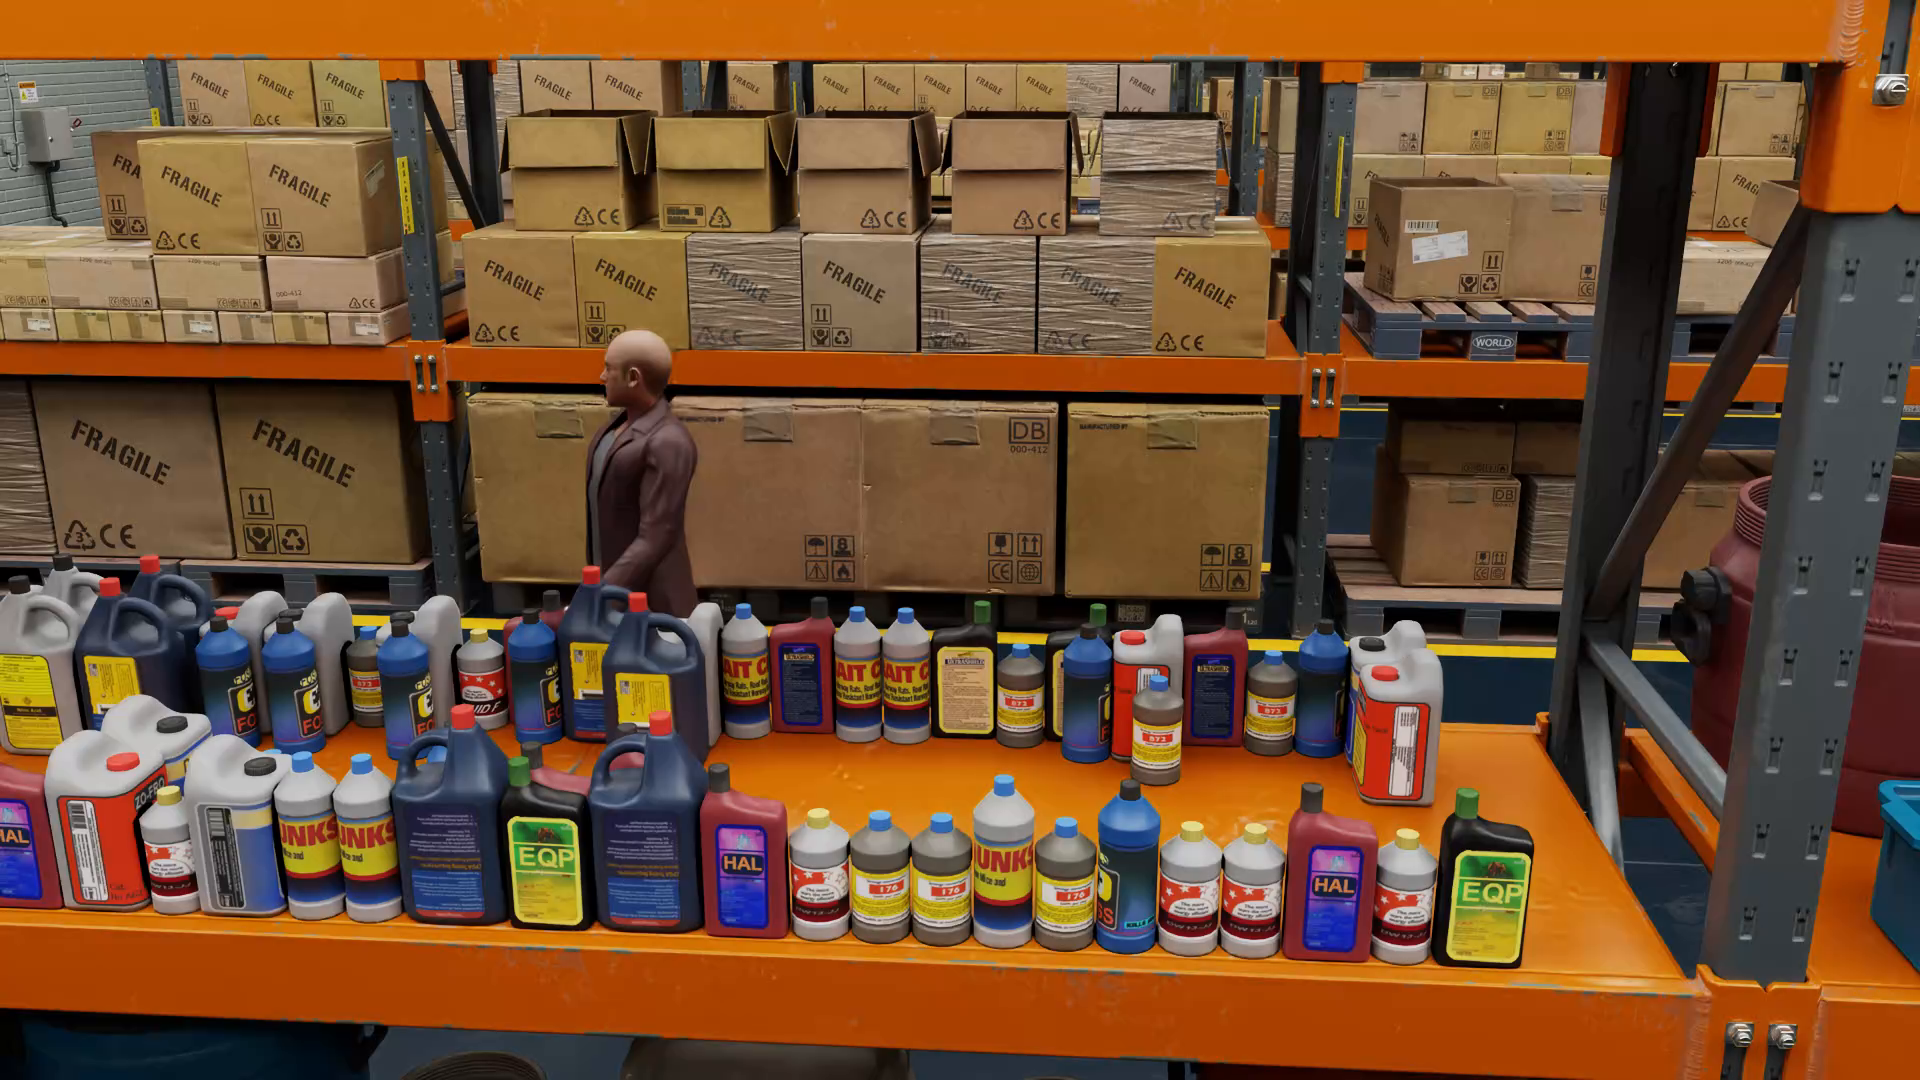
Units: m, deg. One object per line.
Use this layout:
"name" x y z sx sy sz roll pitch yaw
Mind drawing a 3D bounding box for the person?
"person" -1.119 0.222 5.334 0.899 1.765 0.606 -12 21 -34
